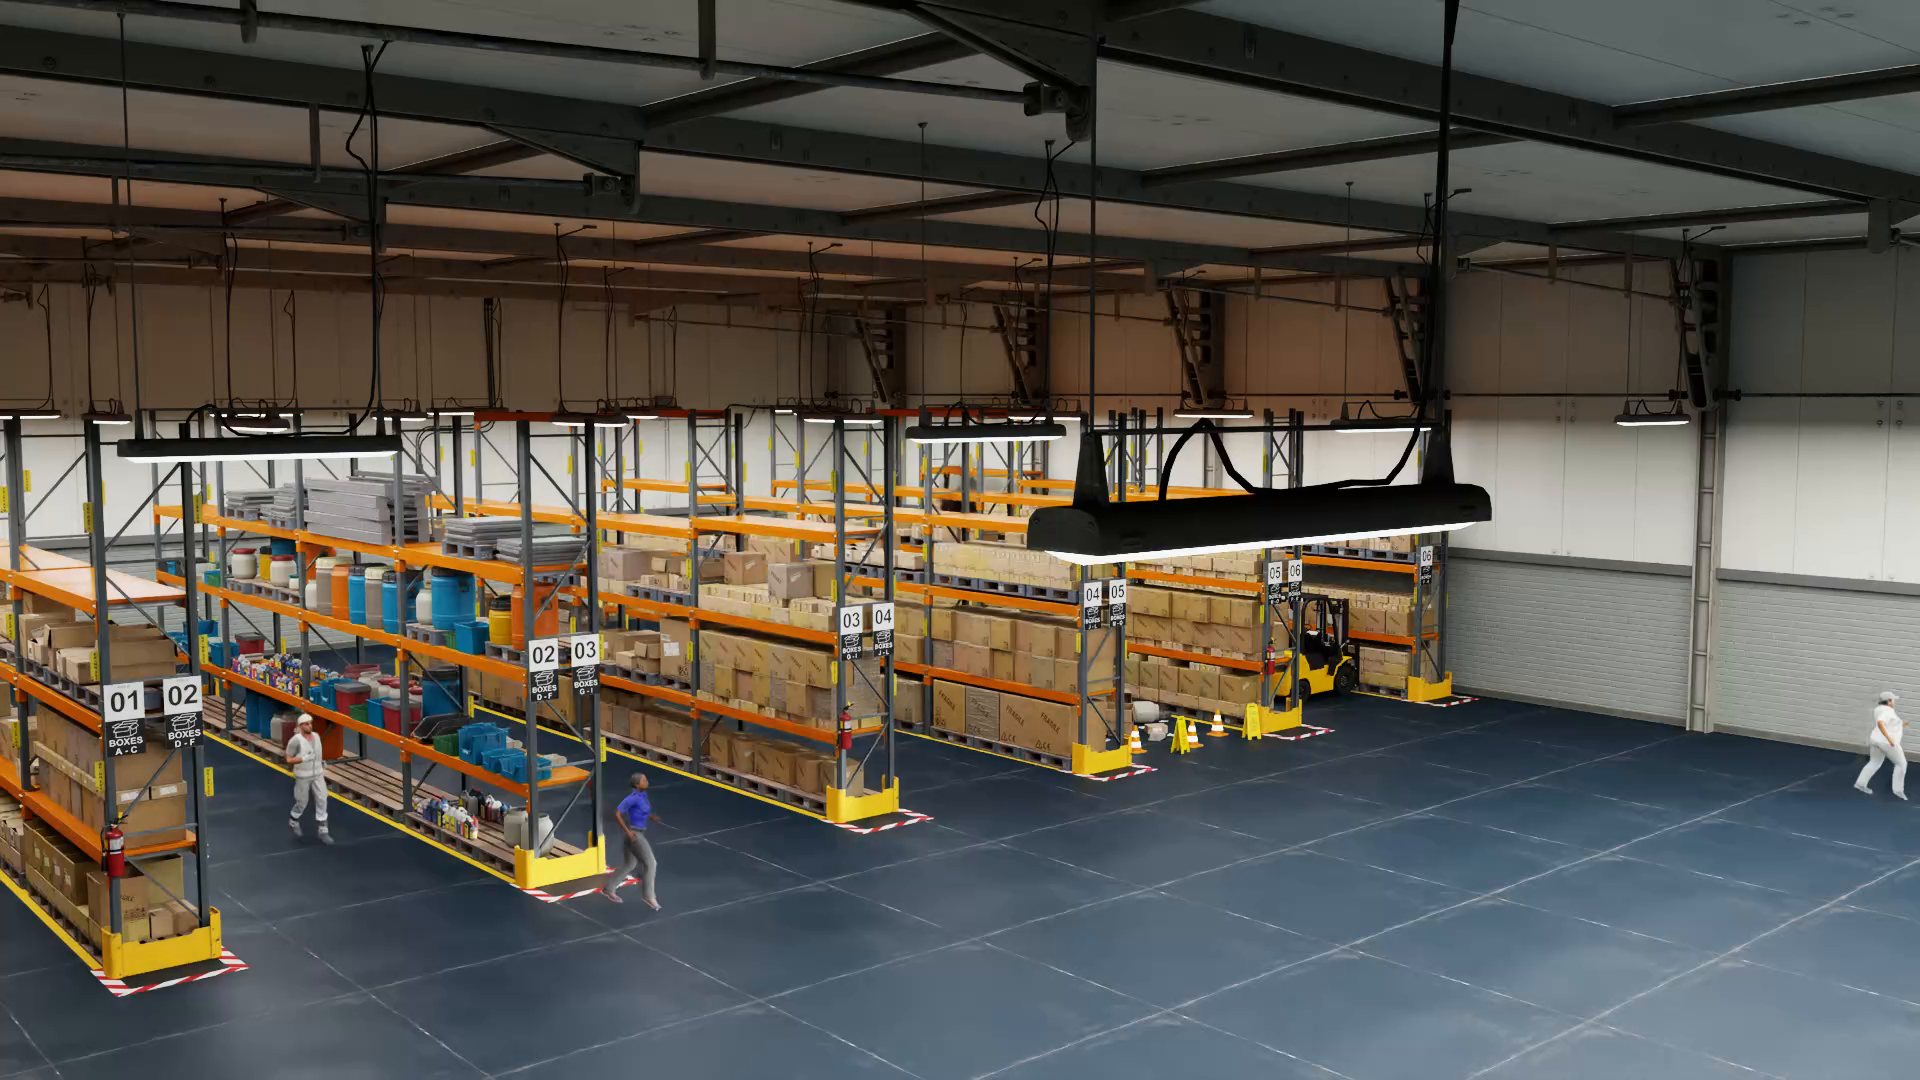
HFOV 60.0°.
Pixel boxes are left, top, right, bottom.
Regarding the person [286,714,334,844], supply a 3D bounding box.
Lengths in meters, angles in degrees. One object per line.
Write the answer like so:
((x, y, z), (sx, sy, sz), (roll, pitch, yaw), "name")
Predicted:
((-9.173, 3.344, 23.427), (0.886, 1.800, 0.645), (4, 6, 38), "person")

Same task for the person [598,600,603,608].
((-8.908, 1.884, 41.059), (0.812, 1.712, 0.724), (-4, 6, -39), "person")

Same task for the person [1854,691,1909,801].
((14.448, 3.221, 25.999), (0.754, 1.727, 0.580), (0, 5, -2), "person")

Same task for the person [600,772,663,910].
((-4.056, 3.760, 20.549), (0.749, 1.629, 0.578), (-1, 5, -7), "person")
